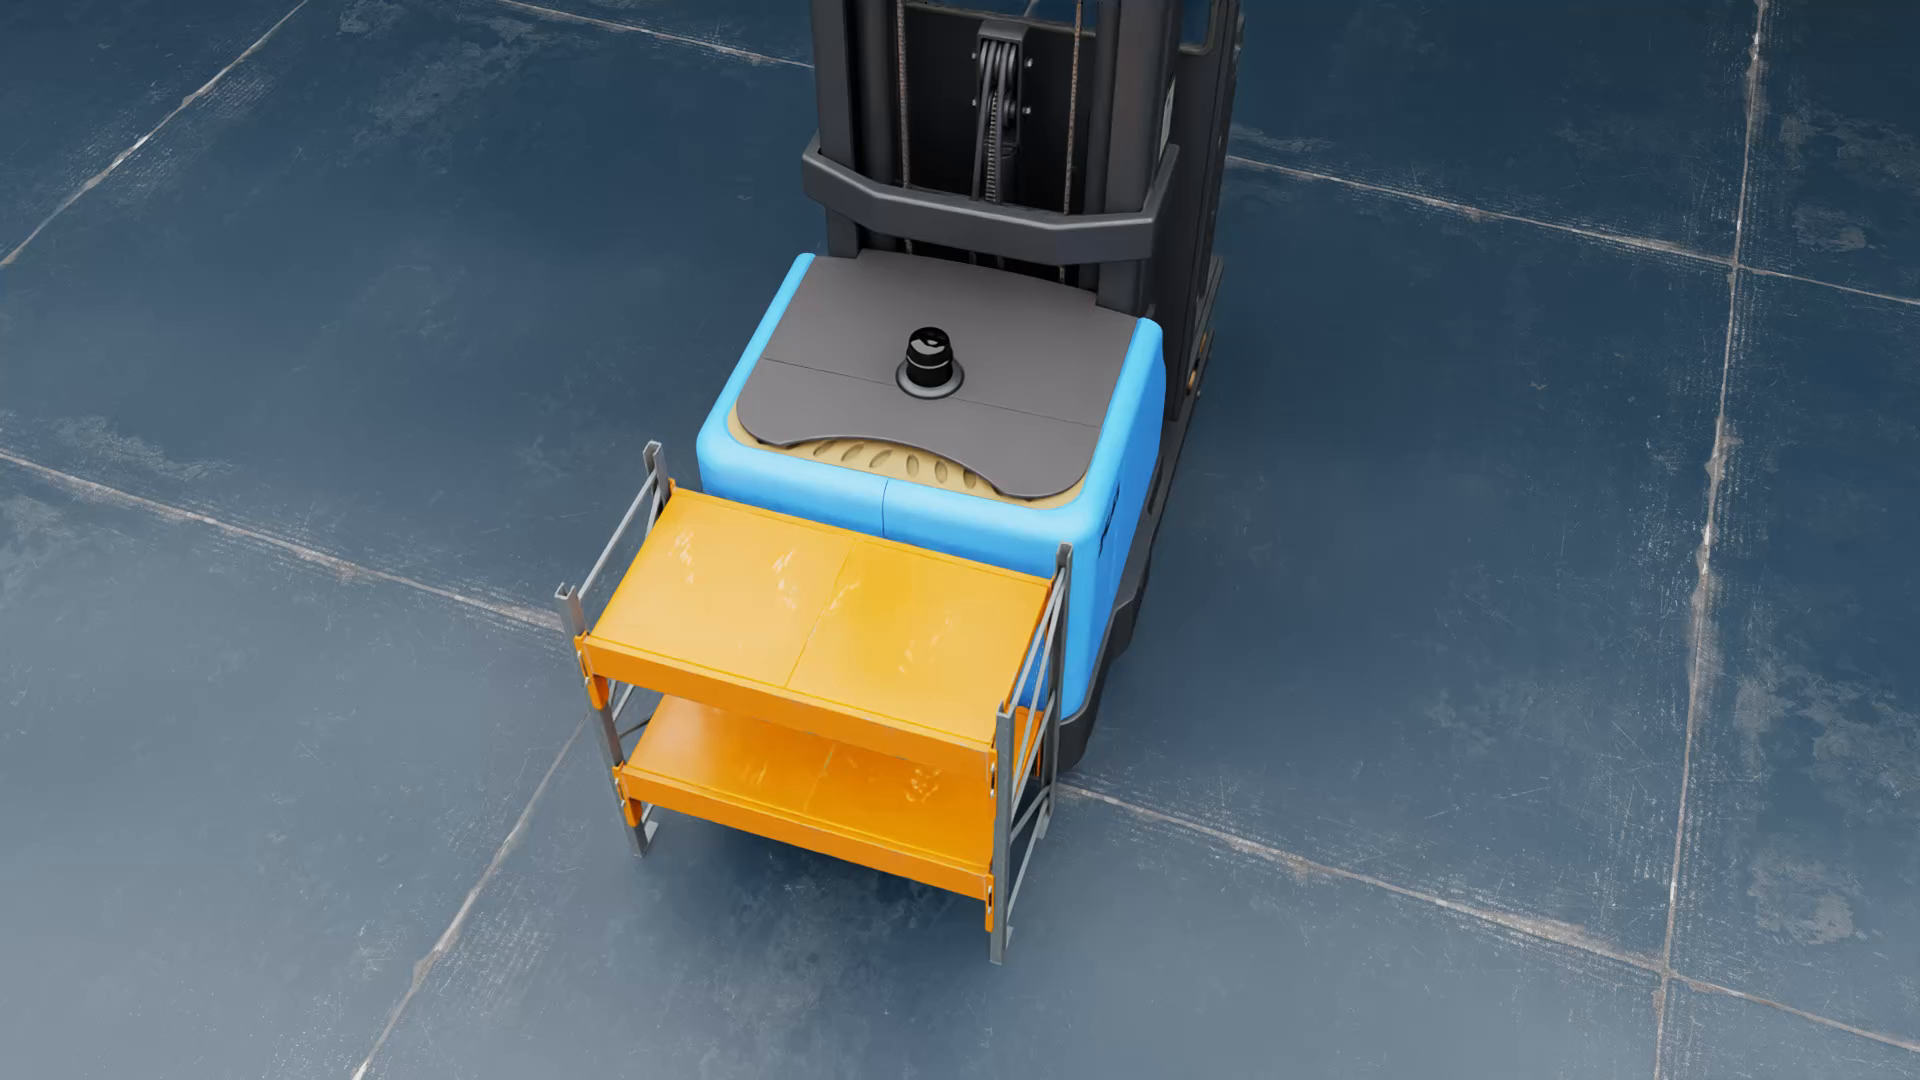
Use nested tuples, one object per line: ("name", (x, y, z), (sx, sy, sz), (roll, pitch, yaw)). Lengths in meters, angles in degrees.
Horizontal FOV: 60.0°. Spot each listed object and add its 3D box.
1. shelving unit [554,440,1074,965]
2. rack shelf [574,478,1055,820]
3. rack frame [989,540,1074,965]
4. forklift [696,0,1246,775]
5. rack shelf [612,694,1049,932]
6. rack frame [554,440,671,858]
("shelving unit", (-0.316, 0.431, 4.129), (1.048, 1.125, 0.538), (14, 51, 12))
("rack shelf", (-0.317, 0.241, 3.907), (1.000, 0.278, 0.538), (14, 51, 12))
("rack frame", (0.167, 0.550, 4.026), (0.032, 1.125, 0.500), (14, 51, 12))
("forklift", (0.242, -1.453, 4.570), (1.130, 2.935, 3.031), (13, 50, 11))
("rack shelf", (-0.315, 0.590, 4.315), (1.000, 0.278, 0.538), (14, 51, 12))
("rack frame", (-0.799, 0.312, 4.232), (0.032, 1.125, 0.500), (14, 51, 12))
